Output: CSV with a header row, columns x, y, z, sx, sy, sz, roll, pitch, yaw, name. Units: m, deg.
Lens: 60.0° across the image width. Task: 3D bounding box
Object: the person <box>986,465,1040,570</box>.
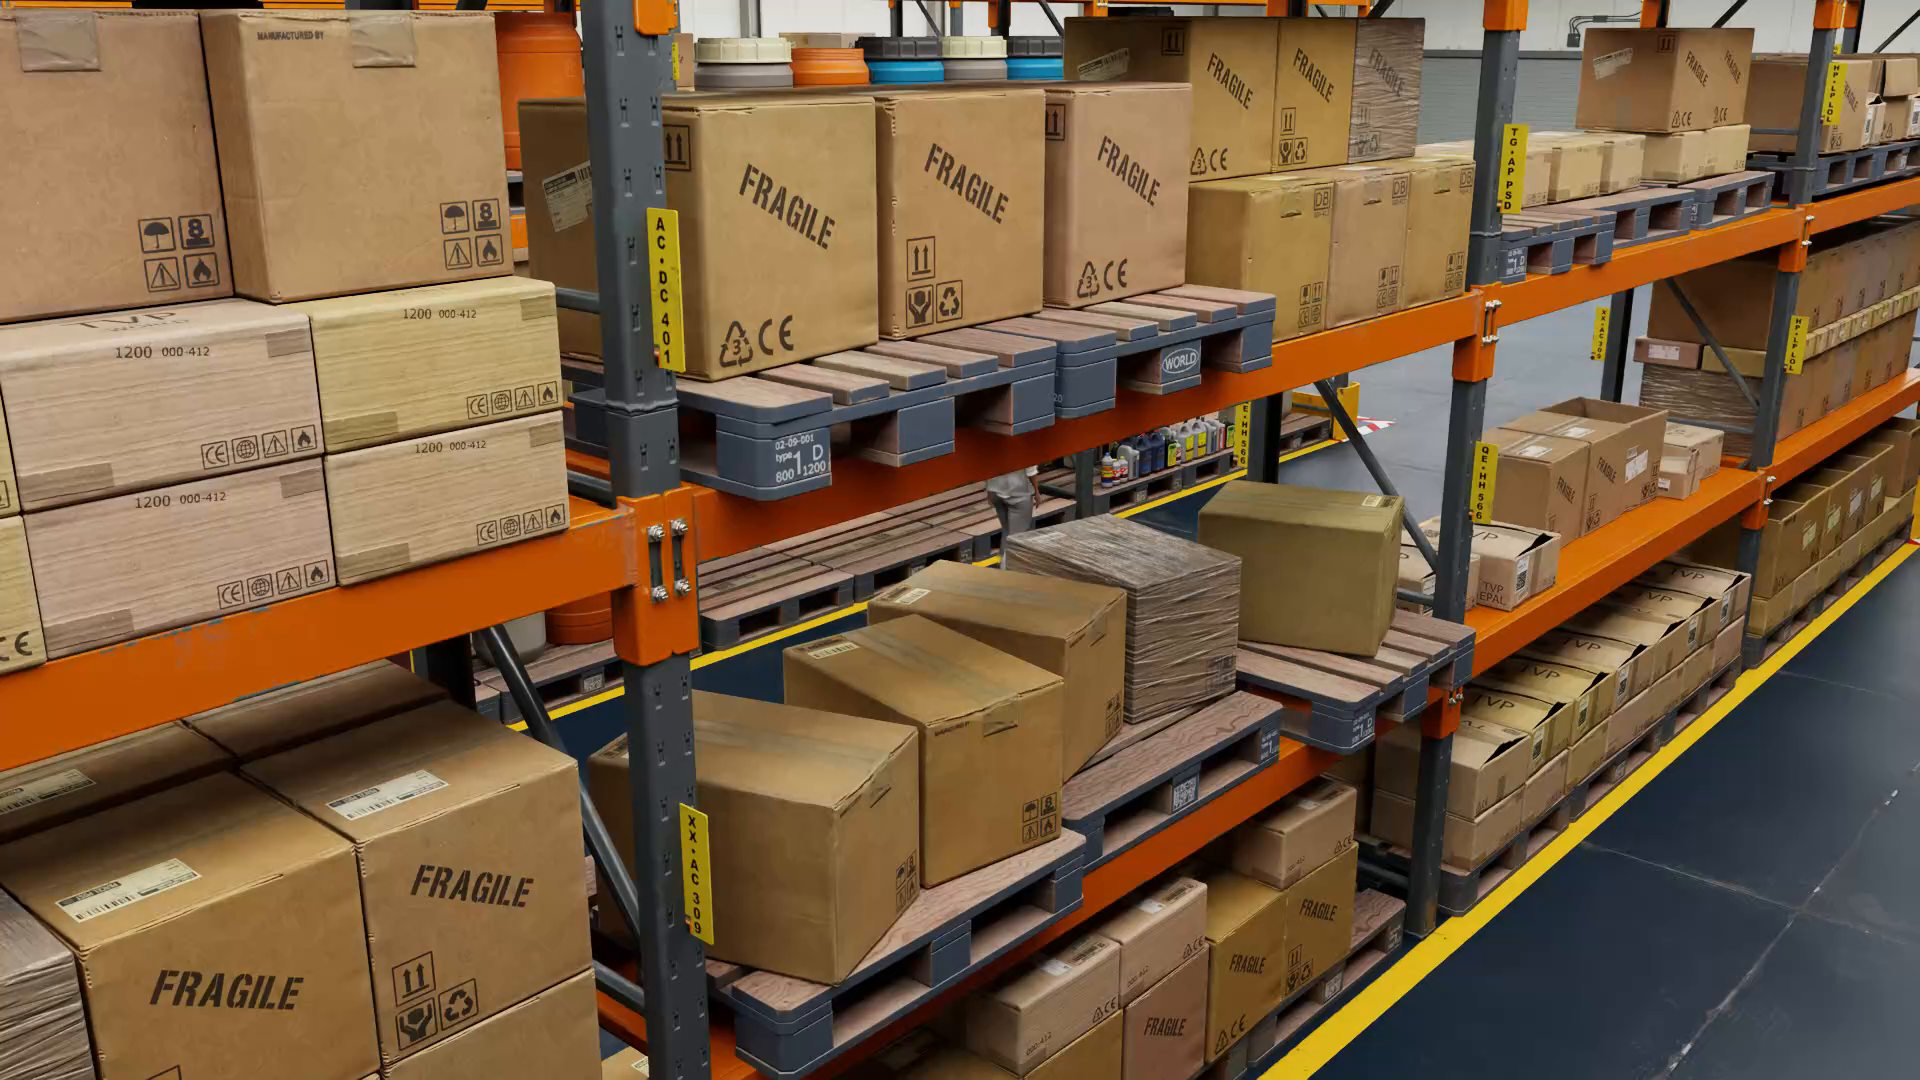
x,y,z,sx,sy,sz,roll,pitch,yaw,name
0.347,-0.312,11.129,0.418,1.613,0.557,15,23,40,person
